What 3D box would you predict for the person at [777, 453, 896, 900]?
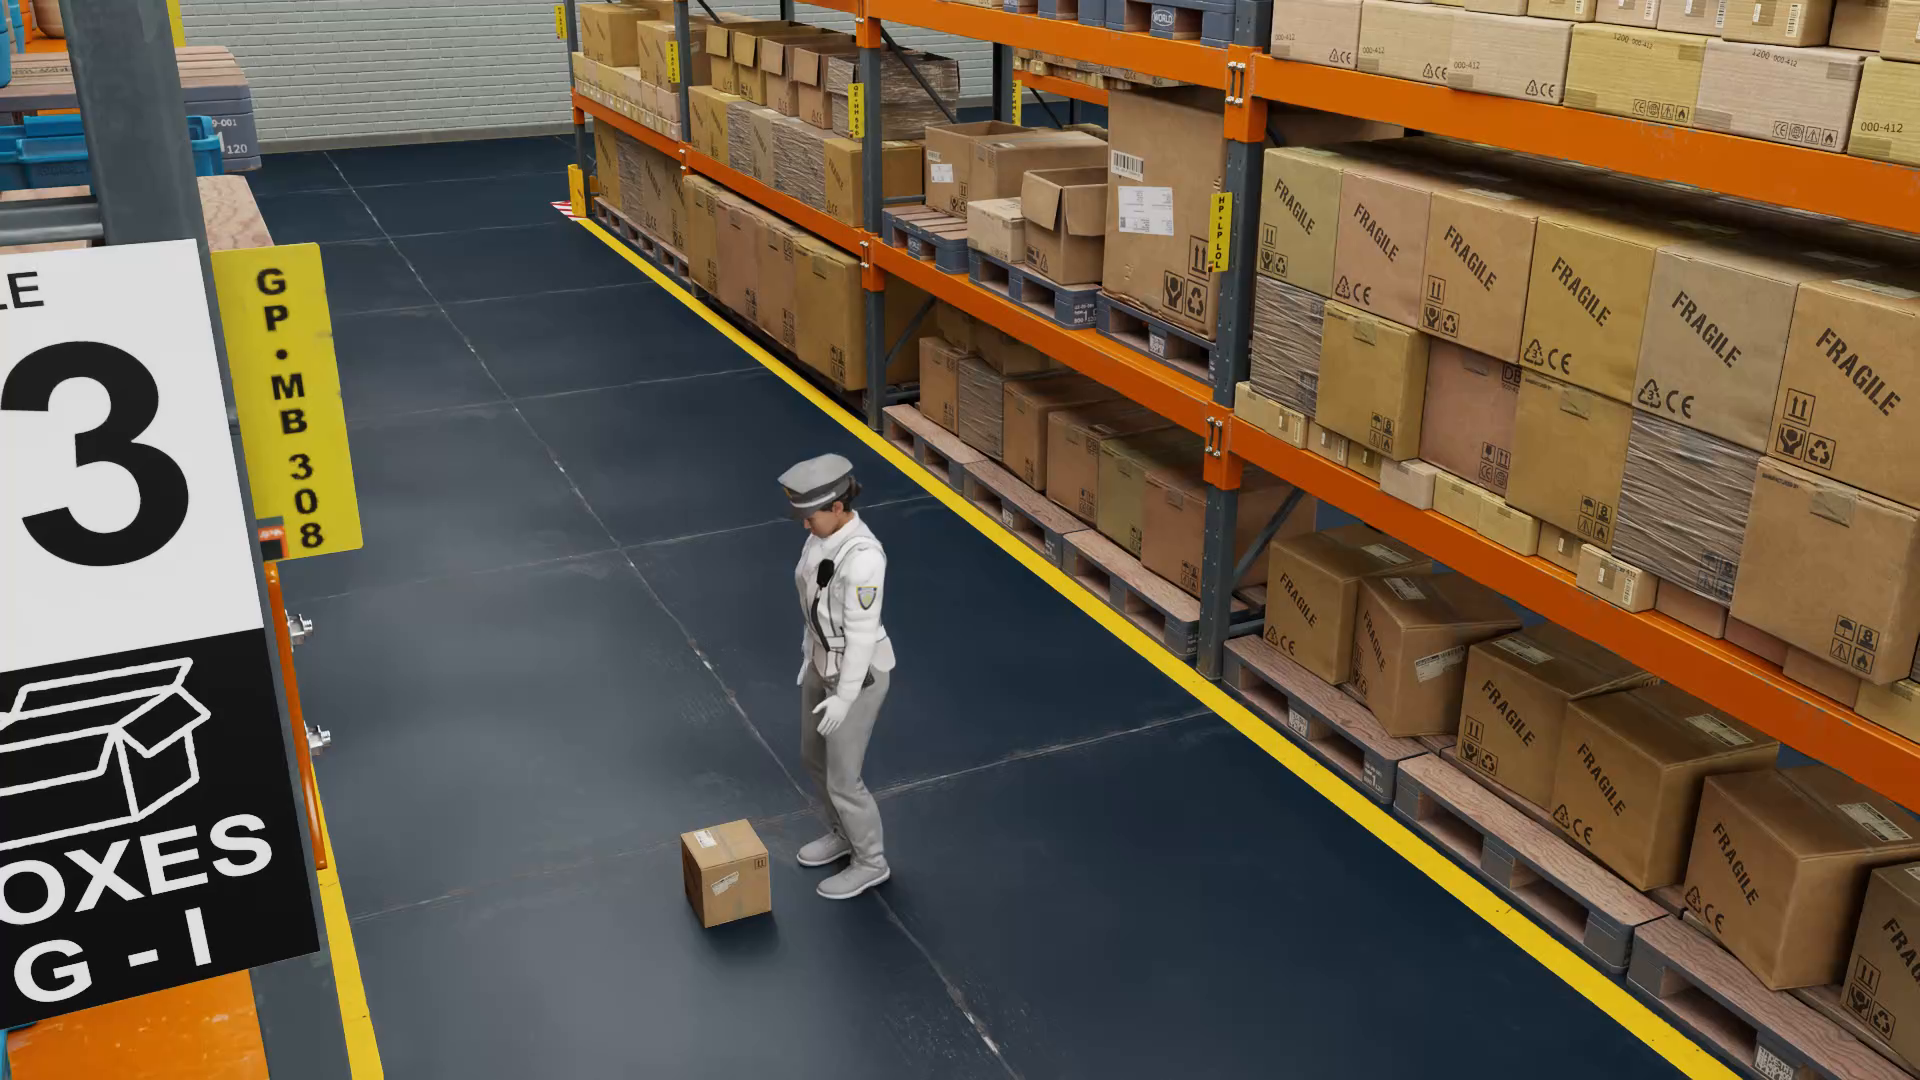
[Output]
[{"bbox_3d":[-0.426,0.493,5.922,0.381,1.653,0.485,-10,24,-22],"label":"person"}]
